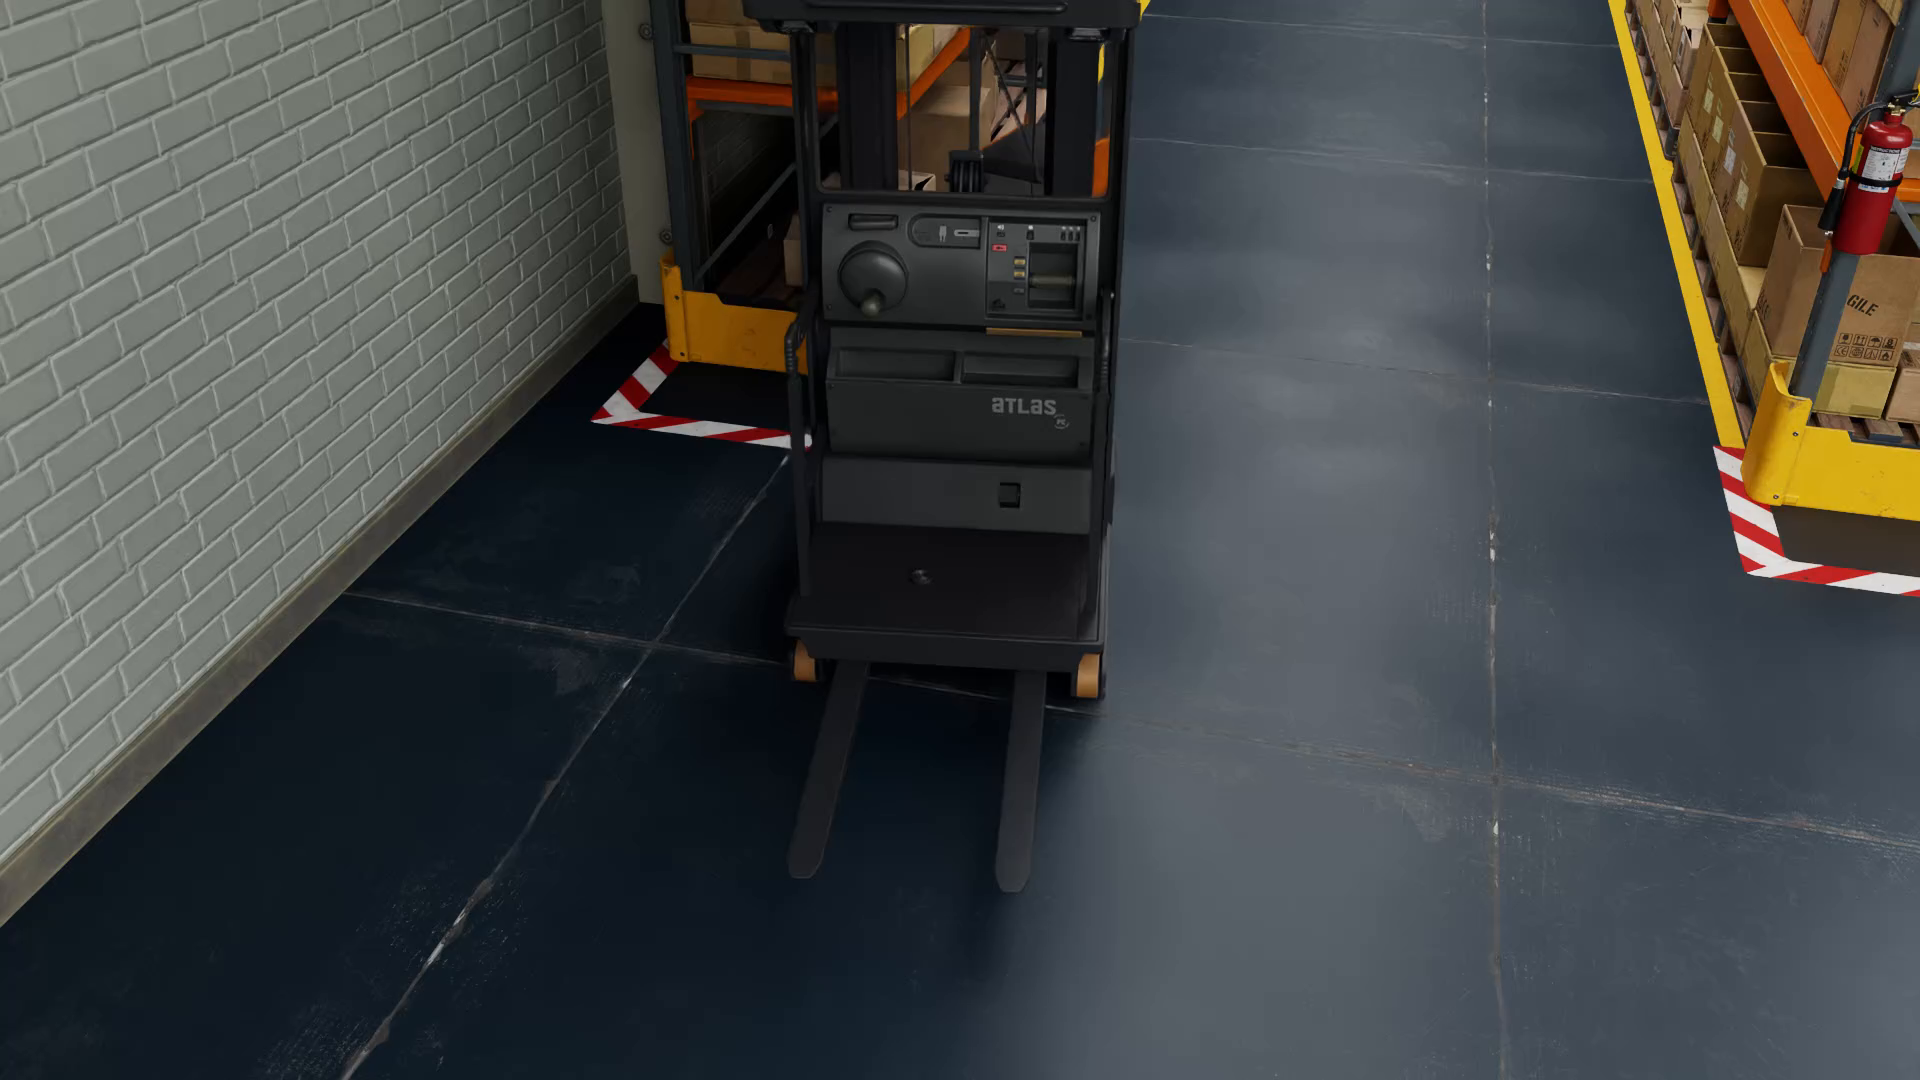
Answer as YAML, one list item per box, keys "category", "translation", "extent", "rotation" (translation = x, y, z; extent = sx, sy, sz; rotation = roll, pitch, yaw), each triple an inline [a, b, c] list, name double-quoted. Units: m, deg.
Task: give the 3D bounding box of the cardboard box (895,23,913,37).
- category: "cardboard box"
  translation: [-0.443, -2.589, 7.449]
  extent: [0.500, 0.500, 0.500]
  rotation: [8, 33, 12]

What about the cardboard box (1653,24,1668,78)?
- category: "cardboard box"
  translation: [5.037, -3.324, 11.354]
  extent: [0.500, 0.250, 0.500]
  rotation: [9, 33, 13]

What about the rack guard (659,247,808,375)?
- category: "rack guard"
  translation: [-0.836, -1.106, 8.023]
  extent: [1.175, 0.500, 0.348]
  rotation: [8, 33, 12]

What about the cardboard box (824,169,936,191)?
- category: "cardboard box"
  translation: [-0.448, -1.815, 8.905]
  extent: [0.500, 0.311, 0.500]
  rotation: [11, 34, 16]

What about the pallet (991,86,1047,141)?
- category: "pallet"
  translation: [0.024, -2.667, 10.748]
  extent: [1.003, 0.211, 1.213]
  rotation: [8, 33, 12]

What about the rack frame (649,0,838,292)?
- category: "rack frame"
  translation: [-0.855, -2.121, 7.290]
  extent: [1.000, 3.000, 0.127]
  rotation: [8, 33, 12]

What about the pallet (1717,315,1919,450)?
- category: "pallet"
  translation: [4.091, -0.674, 7.614]
  extent: [1.003, 0.211, 1.213]
  rotation: [8, 33, 12]

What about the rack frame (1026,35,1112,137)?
- category: "rack frame"
  translation: [0.465, -1.605, 7.318]
  extent: [0.400, 2.100, 0.015]
  rotation: [18, 36, 25]

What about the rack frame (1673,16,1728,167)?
- category: "rack frame"
  translation: [4.953, -3.524, 9.498]
  extent: [1.000, 3.000, 0.127]
  rotation: [8, 33, 12]

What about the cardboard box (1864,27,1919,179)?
- category: "cardboard box"
  translation: [4.068, -1.731, 6.584]
  extent: [0.700, 0.500, 0.500]
  rotation: [8, 33, 12]

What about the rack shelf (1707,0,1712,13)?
- category: "rack shelf"
  translation: [5.460, -4.259, 11.323]
  extent: [1.077, 0.370, 4.000]
  rotation: [8, 33, 12]

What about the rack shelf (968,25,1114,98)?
- category: "rack shelf"
  translation: [0.341, -2.072, 6.772]
  extent: [0.431, 0.518, 0.480]
  rotation: [18, 36, 25]

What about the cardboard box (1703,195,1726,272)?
- category: "cardboard box"
  translation: [4.157, -1.564, 8.586]
  extent: [0.500, 0.250, 0.500]
  rotation: [8, 33, 12]

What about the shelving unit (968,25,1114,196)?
- category: "shelving unit"
  translation: [0.341, -1.493, 7.141]
  extent: [0.431, 2.100, 0.503]
  rotation: [18, 36, 25]

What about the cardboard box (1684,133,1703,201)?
- category: "cardboard box"
  translation: [4.410, -2.083, 9.402]
  extent: [0.500, 0.250, 0.500]
  rotation: [8, 33, 12]

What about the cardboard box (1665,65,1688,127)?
- category: "cardboard box"
  translation: [4.778, -2.796, 10.523]
  extent: [0.500, 0.250, 0.500]
  rotation: [8, 33, 12]

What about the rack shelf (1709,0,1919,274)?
- category: "rack shelf"
  translation: [4.445, -2.183, 8.058]
  extent: [1.077, 0.370, 4.000]
  rotation: [8, 33, 12]

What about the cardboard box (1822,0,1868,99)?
- category: "cardboard box"
  translation: [4.329, -2.261, 7.418]
  extent: [0.700, 0.500, 0.500]
  rotation: [8, 33, 13]

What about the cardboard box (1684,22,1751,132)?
- category: "cardboard box"
  translation: [4.532, -2.660, 9.610]
  extent: [0.500, 0.500, 0.500]
  rotation: [8, 33, 12]

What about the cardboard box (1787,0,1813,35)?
- category: "cardboard box"
  translation: [4.588, -2.801, 8.267]
  extent: [0.700, 0.500, 0.500]
  rotation: [9, 33, 13]

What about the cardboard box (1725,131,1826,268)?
- category: "cardboard box"
  translation: [4.025, -1.622, 7.977]
  extent: [0.500, 0.500, 0.500]
  rotation: [8, 33, 12]

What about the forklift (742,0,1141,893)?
- category: "forklift"
  translation: [-0.018, -0.868, 5.383]
  extent: [1.130, 2.935, 3.031]
  rotation: [3, 33, 5]

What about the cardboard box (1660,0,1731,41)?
- category: "cardboard box"
  translation: [5.033, -3.556, 11.197]
  extent: [0.500, 0.311, 0.500]
  rotation: [8, 33, 12]

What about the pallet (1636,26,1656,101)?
- category: "pallet"
  translation: [5.410, -3.370, 11.855]
  extent: [1.003, 0.211, 1.213]
  rotation: [8, 33, 12]

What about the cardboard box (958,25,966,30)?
- category: "cardboard box"
  translation: [-0.171, -2.811, 8.497]
  extent: [0.500, 0.250, 0.500]
  rotation: [8, 33, 12]

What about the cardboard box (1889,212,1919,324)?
- category: "cardboard box"
  translation: [4.414, -1.290, 7.455]
  extent: [0.500, 0.500, 0.500]
  rotation: [8, 33, 12]

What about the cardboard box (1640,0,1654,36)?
- category: "cardboard box"
  translation: [5.298, -3.853, 12.187]
  extent: [0.500, 0.250, 0.500]
  rotation: [7, 33, 11]

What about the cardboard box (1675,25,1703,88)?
- category: "cardboard box"
  translation: [4.778, -3.027, 10.364]
  extent: [0.500, 0.311, 0.500]
  rotation: [8, 33, 12]

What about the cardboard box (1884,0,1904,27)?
- category: "cardboard box"
  translation: [3.915, -2.125, 6.598]
  extent: [0.380, 0.149, 0.250]
  rotation: [9, 34, 14]

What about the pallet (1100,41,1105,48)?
- category: "pallet"
  translation: [0.664, -4.059, 12.939]
  extent: [1.003, 0.211, 1.213]
  rotation: [8, 33, 12]

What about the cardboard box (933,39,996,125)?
- category: "cardboard box"
  translation: [-0.064, -2.783, 10.252]
  extent: [0.500, 0.500, 0.500]
  rotation: [6, 33, 9]

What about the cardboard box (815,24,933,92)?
- category: "cardboard box"
  translation: [-0.424, -2.276, 7.656]
  extent: [0.500, 0.250, 0.500]
  rotation: [7, 33, 11]

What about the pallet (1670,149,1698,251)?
- category: "pallet"
  translation: [4.710, -1.941, 9.606]
  extent: [1.003, 0.211, 1.213]
  rotation: [8, 33, 12]

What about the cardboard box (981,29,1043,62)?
- category: "cardboard box"
  translation: [0.331, -3.712, 11.713]
  extent: [0.700, 0.500, 0.500]
  rotation: [9, 34, 14]

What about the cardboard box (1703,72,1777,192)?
- category: "cardboard box"
  translation: [4.279, -2.141, 8.794]
  extent: [0.500, 0.500, 0.500]
  rotation: [8, 33, 12]

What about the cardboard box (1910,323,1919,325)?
- category: "cardboard box"
  translation: [4.412, -0.973, 7.657]
  extent: [0.500, 0.250, 0.500]
  rotation: [8, 33, 12]

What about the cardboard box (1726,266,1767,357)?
- category: "cardboard box"
  translation: [3.903, -1.045, 7.769]
  extent: [0.500, 0.250, 0.500]
  rotation: [8, 33, 12]

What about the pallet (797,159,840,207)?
- category: "pallet"
  translation: [-0.284, -2.032, 9.749]
  extent: [1.003, 0.211, 1.213]
  rotation: [8, 33, 12]
